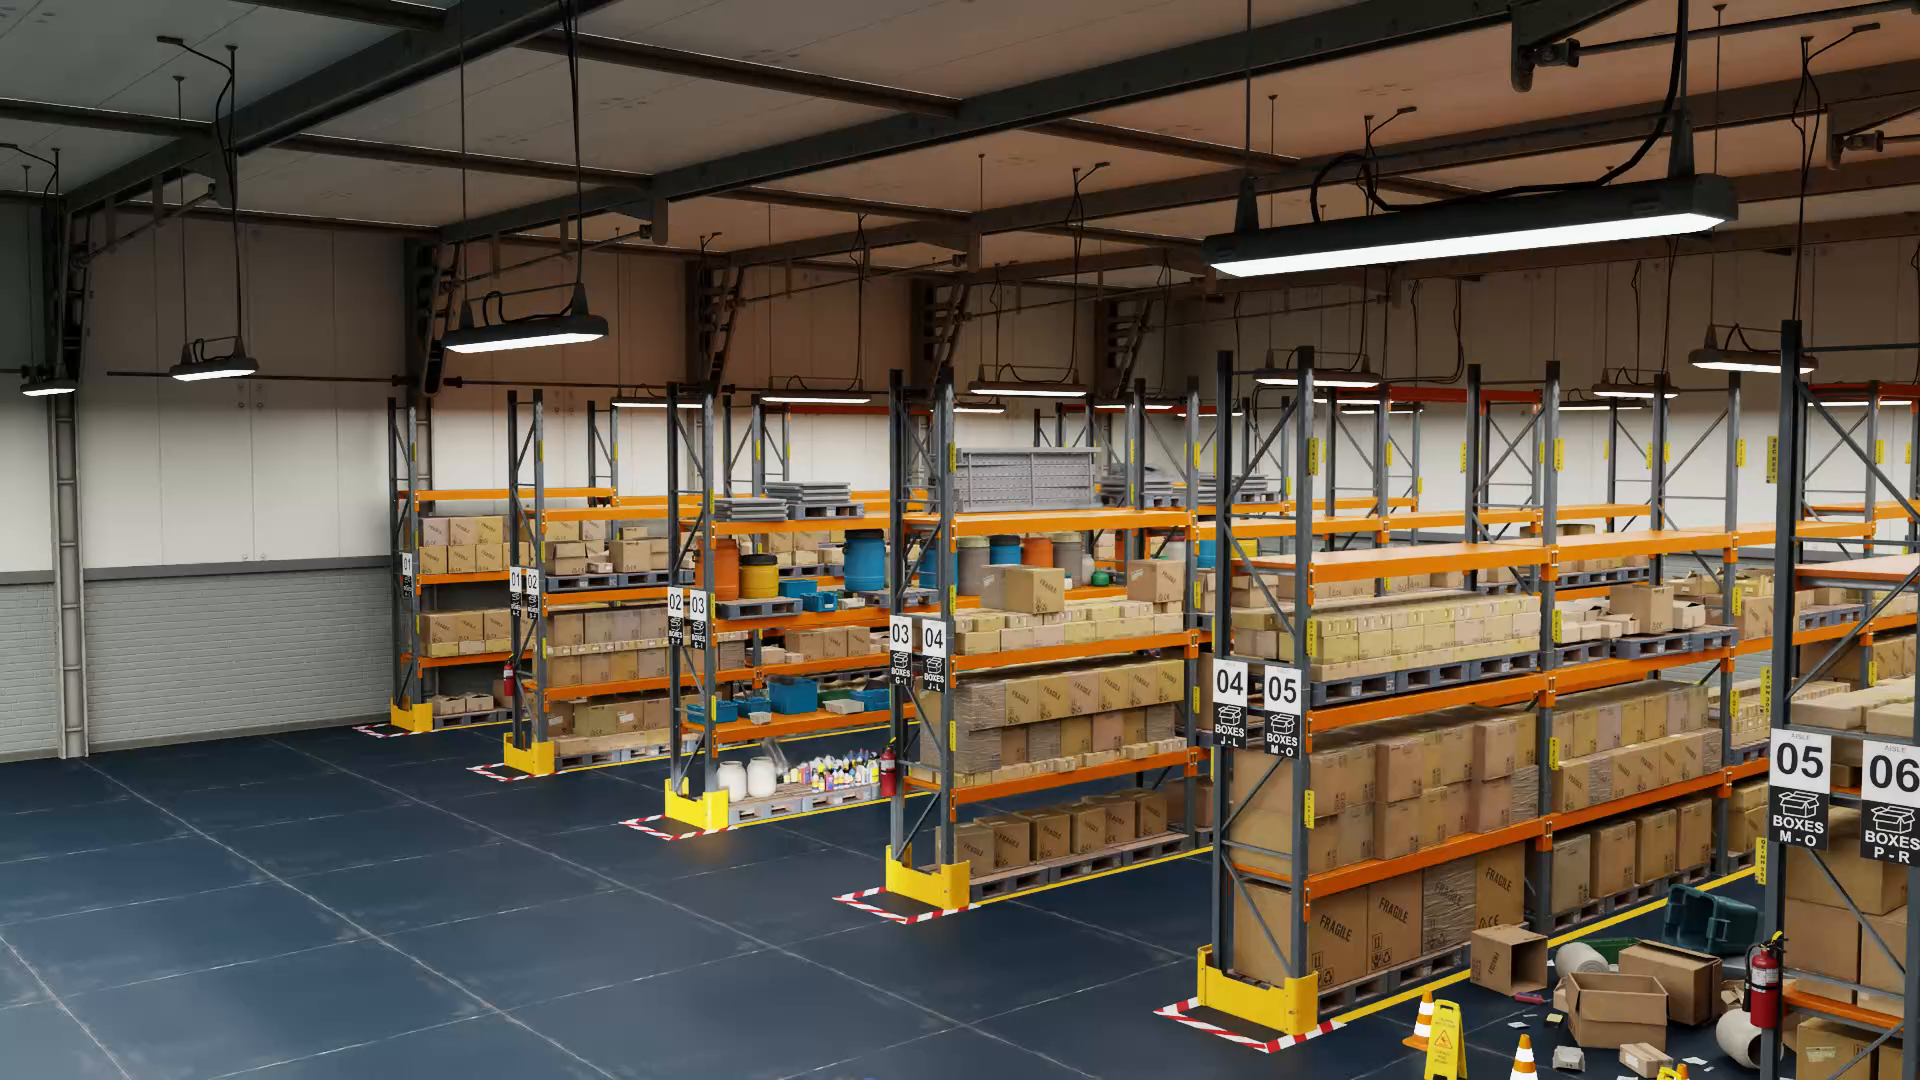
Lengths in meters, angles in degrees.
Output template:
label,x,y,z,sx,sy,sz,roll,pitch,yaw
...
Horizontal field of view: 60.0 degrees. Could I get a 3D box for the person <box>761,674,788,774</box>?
label,x,y,z,sx,sy,sz,roll,pitch,yaw
person,-2.886,2.874,25.540,0.507,1.621,0.682,3,5,43
